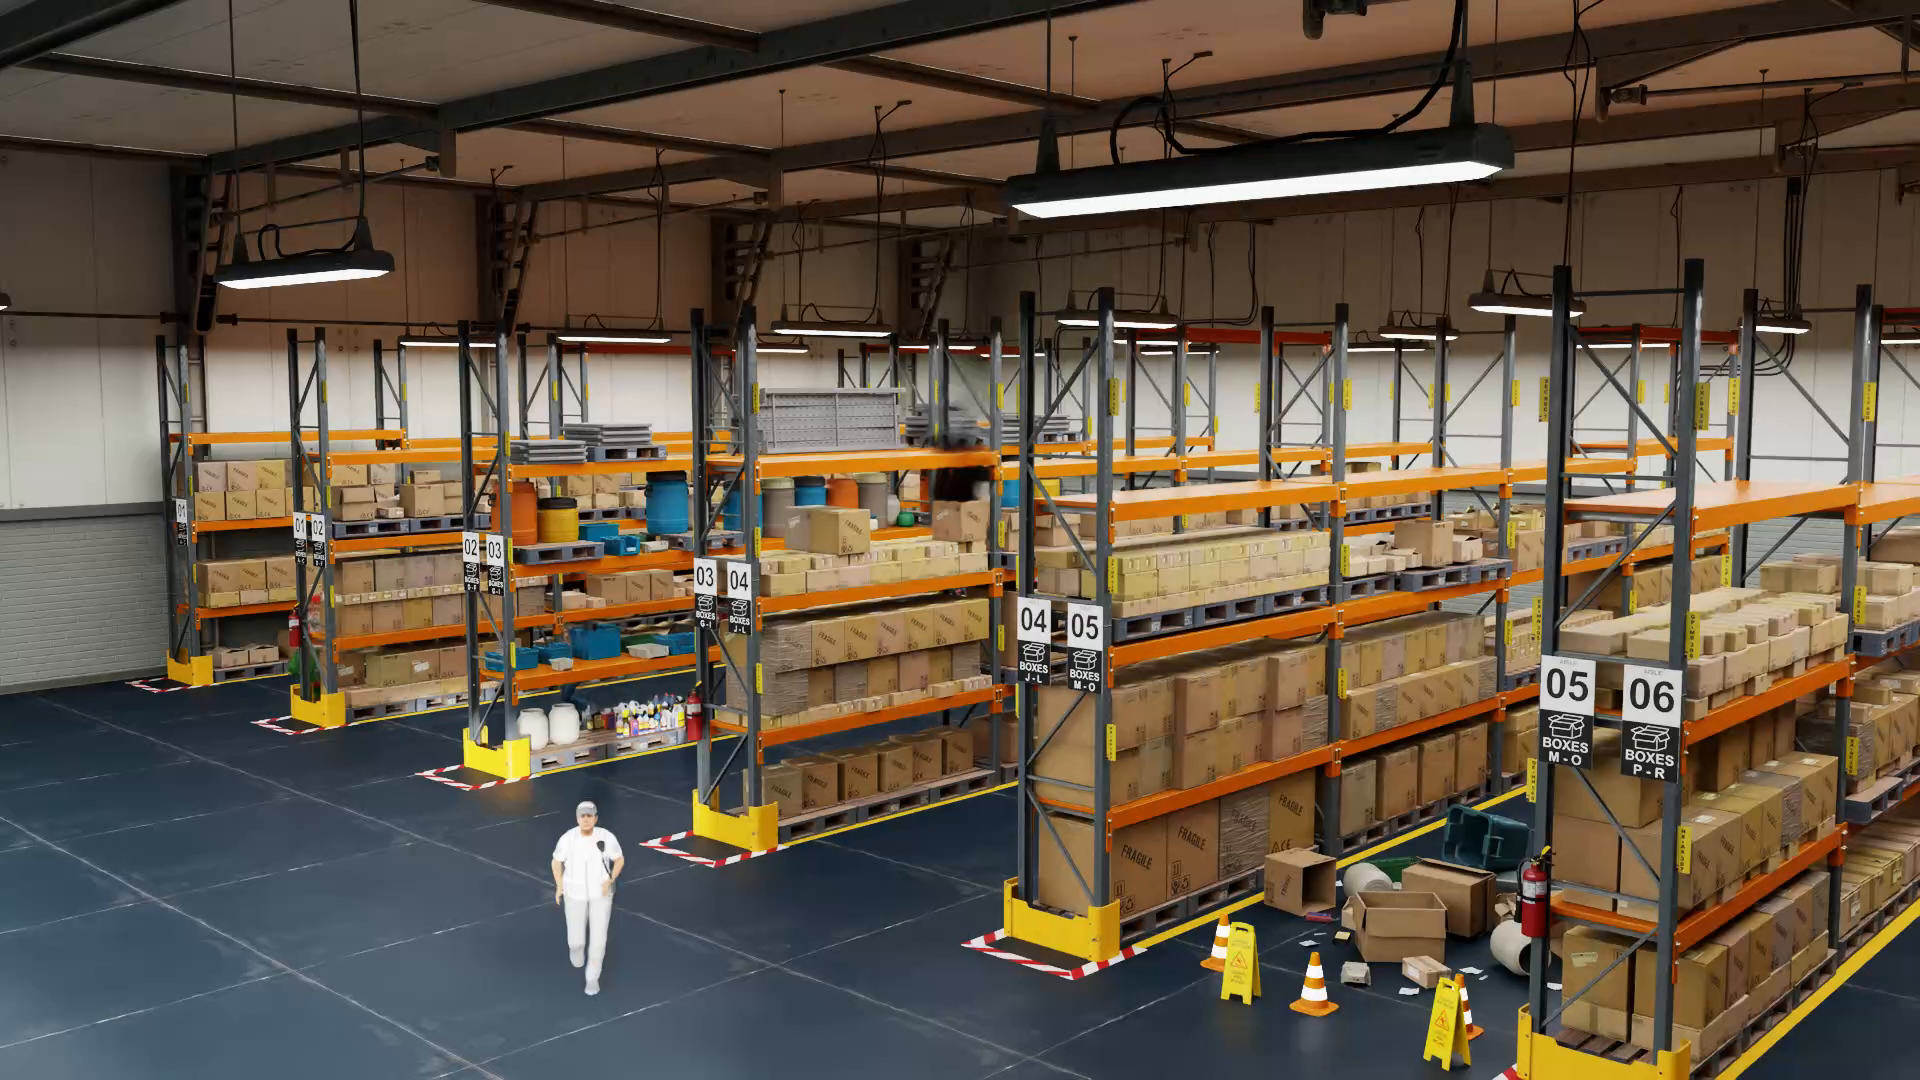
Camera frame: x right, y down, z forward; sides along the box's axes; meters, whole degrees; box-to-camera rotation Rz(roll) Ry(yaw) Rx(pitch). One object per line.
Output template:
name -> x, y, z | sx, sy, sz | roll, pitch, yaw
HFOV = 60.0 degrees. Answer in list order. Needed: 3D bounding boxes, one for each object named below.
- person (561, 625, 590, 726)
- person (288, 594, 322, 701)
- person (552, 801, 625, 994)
person -> -5.835, 2.048, 24.942 | 0.512, 1.554, 0.530 | 4, 7, 37
person -> -10.578, 1.754, 26.955 | 0.642, 1.738, 0.599 | 4, 7, 39
person -> -3.183, 3.036, 14.256 | 0.617, 1.627, 0.552 | -1, 5, -11
